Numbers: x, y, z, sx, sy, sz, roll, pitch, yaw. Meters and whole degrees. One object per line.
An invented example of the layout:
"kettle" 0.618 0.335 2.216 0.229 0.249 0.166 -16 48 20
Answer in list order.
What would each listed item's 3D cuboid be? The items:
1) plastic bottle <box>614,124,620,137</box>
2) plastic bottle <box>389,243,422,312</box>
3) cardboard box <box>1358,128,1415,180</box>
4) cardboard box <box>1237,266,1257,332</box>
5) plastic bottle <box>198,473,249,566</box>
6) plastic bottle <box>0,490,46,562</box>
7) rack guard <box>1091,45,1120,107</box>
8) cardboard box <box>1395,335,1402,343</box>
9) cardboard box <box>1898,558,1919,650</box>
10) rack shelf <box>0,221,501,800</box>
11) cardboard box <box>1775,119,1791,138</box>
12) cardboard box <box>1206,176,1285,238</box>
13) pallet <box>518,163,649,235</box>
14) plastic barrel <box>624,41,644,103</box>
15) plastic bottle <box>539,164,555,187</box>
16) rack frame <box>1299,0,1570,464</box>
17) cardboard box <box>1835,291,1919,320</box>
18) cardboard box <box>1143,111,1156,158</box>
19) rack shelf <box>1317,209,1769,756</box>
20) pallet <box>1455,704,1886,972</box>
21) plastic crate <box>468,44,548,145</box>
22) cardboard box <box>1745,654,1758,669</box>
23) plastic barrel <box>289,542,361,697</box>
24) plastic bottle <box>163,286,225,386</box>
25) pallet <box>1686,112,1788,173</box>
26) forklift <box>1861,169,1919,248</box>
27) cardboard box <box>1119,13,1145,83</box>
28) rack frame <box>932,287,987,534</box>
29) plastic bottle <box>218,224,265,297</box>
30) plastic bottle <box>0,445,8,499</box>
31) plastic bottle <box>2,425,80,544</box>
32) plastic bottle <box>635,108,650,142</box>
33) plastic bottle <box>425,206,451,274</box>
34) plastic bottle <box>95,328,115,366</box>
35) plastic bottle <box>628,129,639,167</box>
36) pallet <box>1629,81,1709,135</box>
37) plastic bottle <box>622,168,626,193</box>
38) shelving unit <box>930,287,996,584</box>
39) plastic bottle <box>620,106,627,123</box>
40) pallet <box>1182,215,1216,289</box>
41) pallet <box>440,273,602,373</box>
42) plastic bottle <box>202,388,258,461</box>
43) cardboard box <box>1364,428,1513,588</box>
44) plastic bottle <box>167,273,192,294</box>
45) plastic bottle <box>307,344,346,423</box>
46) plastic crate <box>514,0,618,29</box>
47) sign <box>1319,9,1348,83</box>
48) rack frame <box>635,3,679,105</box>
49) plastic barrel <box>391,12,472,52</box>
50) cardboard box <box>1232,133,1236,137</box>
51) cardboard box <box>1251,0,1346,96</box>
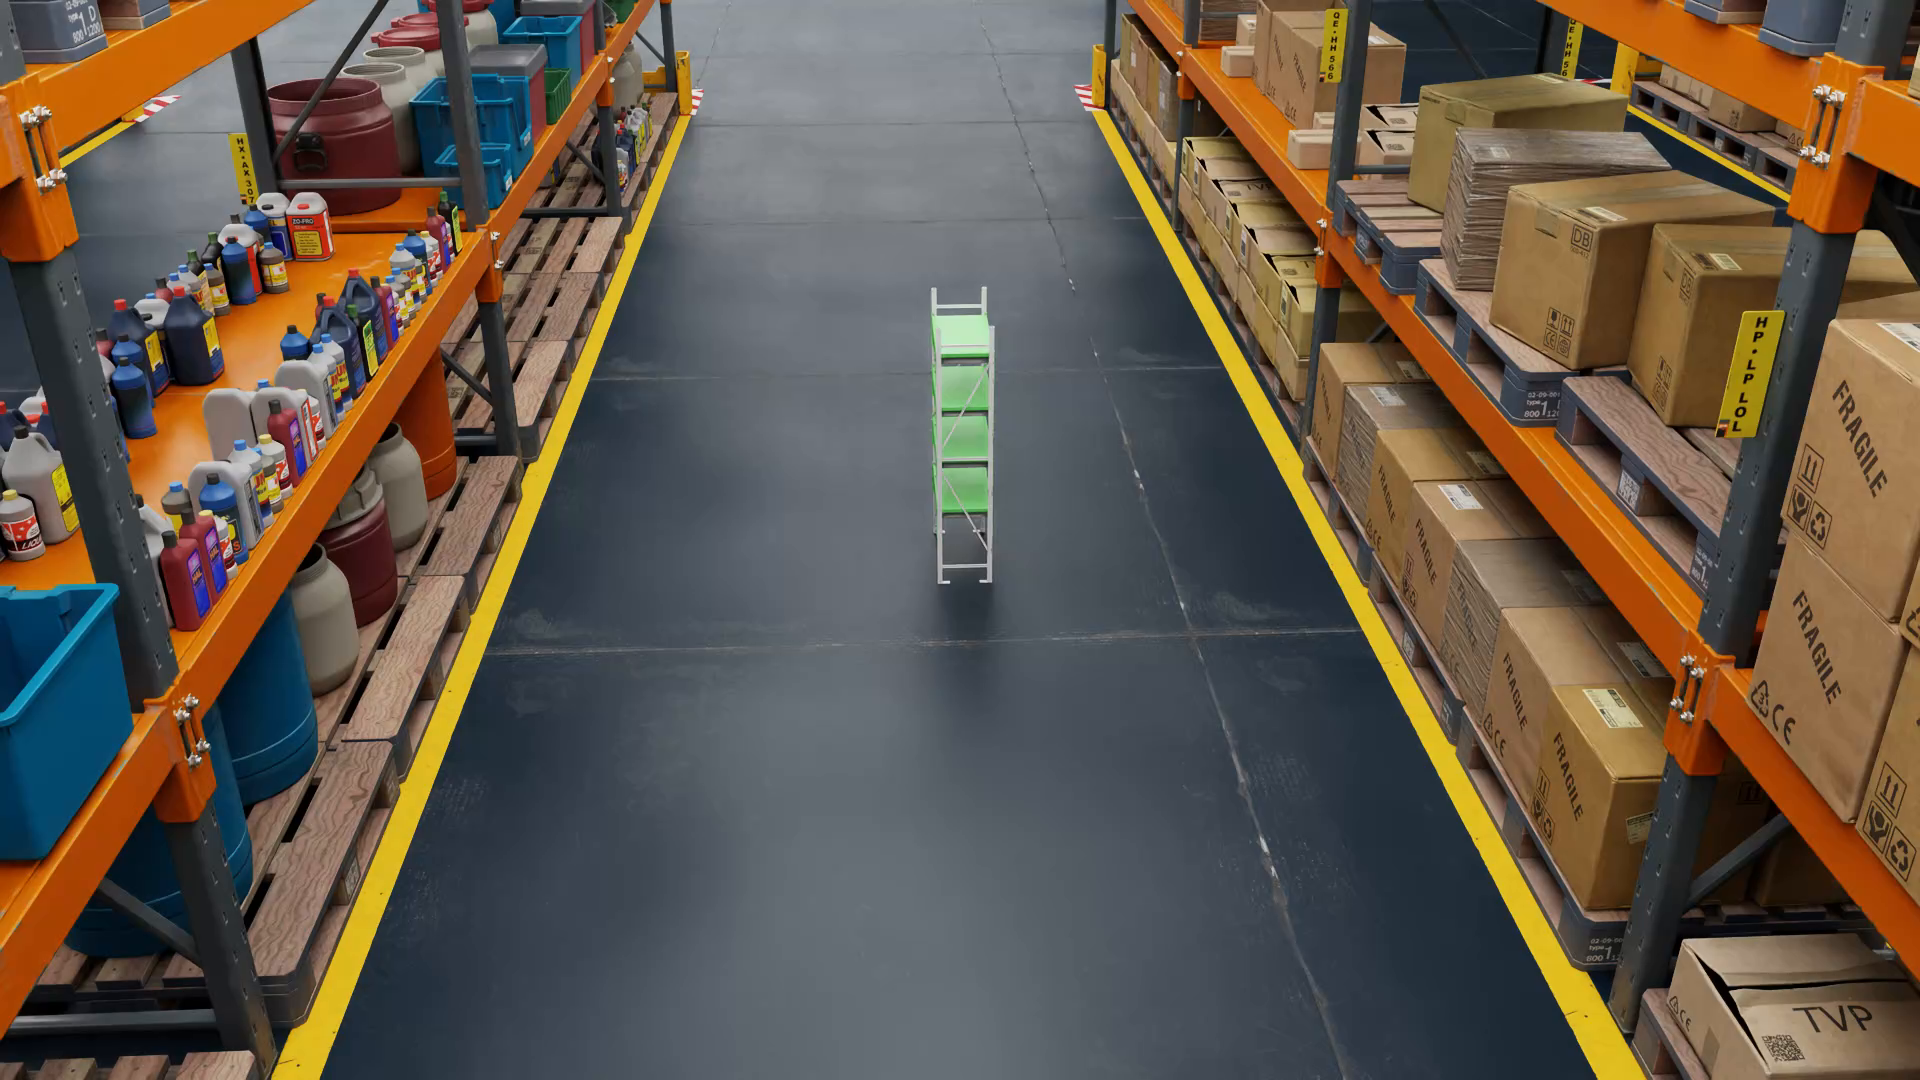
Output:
"plastic bottle" -2.710 -3.114 12.947 0.152 0.276 0.135 -1 28 -3
"plastic bottle" -2.228 -1.055 6.668 0.097 0.271 0.097 0 28 0
"cardboard box" 2.277 -1.876 8.200 0.500 0.311 0.500 0 28 1
"cardboard box" 1.927 -1.421 9.750 0.500 0.250 0.500 -1 28 -1
"plastic bottle" -2.115 -0.063 4.767 0.097 0.271 0.097 0 28 0
"plastic bottle" -2.725 -0.048 4.813 0.097 0.201 0.097 0 28 0
"rack guard" 1.833 -4.344 15.538 1.175 0.500 0.348 -1 28 -3
"cardboard box" 2.518 -1.211 8.741 0.500 0.311 0.500 0 28 -1
"cardboard box" 2.232 0.076 3.172 0.500 0.500 0.500 -2 28 -4
"rack shelf" -2.590 -0.386 6.024 1.077 0.370 4.000 -1 28 -3
"cardboard box" 6.926 -3.385 13.604 0.380 0.149 0.250 -4 28 -7
"cardboard box" 1.865 -2.142 10.527 0.500 0.311 0.500 -2 28 -4
"pallet" -2.897 -2.551 12.412 1.003 0.211 1.213 -1 28 -3
"plastic barrel" -3.002 -4.104 14.611 0.421 0.512 0.421 0 28 0
"plastic bottle" -3.081 -2.790 12.245 0.144 0.351 0.185 -1 28 -3
"rack frame" 2.252 -1.746 7.855 1.000 3.000 0.127 -1 28 -3
"cardboard box" 2.659 -0.354 4.623 0.700 0.500 0.500 -11 29 -20
"cardboard box" 1.744 -3.231 13.221 0.500 0.250 0.500 -1 28 -3
"rack shelf" 2.356 -0.504 6.250 1.077 0.370 4.000 -1 28 -3
"pallet" 2.381 0.962 5.676 1.003 0.211 1.213 -1 28 -3
"plastic crate" -2.474 -2.411 9.059 0.402 0.464 0.583 -1 28 -3
"cardboard box" 2.640 0.539 5.701 0.500 0.500 0.500 -1 28 -2
"plastic barrel" -2.475 0.294 6.179 0.421 0.512 0.421 0 28 0
"plastic bottle" -2.773 -0.751 5.999 0.144 0.351 0.185 -1 28 -3
"pallet" 6.853 -3.353 13.950 1.003 0.211 1.213 -1 28 -3
"forklift" 5.073 -1.745 7.927 3.031 2.935 1.130 -19 33 -32
"cardboard box" 1.668 -4.257 14.376 0.500 0.500 0.500 -1 28 -3
"rack frame" -0.004 -0.568 7.542 0.240 1.200 0.015 -1 28 -3
"plastic bottle" -2.971 -1.152 6.850 0.152 0.276 0.135 -1 28 -3
"plastic bottle" -2.861 -0.176 4.897 0.144 0.351 0.185 -1 28 -3
"plastic bottle" -2.717 -0.180 4.904 0.144 0.351 0.185 -1 28 -3
"plastic bottle" -2.593 -3.356 13.410 0.152 0.276 0.135 -1 28 -2
"plastic bottle" -2.236 -1.294 7.113 0.061 0.283 0.133 -1 28 -3
"plastic bottle" -2.952 -0.580 5.745 0.061 0.283 0.133 -1 28 -3
"plastic bottle" -2.508 -3.014 12.746 0.061 0.283 0.133 0 28 0
"pallet" 6.792 -3.915 15.028 1.003 0.211 1.213 -1 28 -3
"plastic bottle" -2.488 -2.635 12.108 0.097 0.201 0.097 0 28 0
"shelving unit" 0.009 -0.456 7.326 0.258 1.200 0.503 -1 28 -3
"plastic bottle" -2.699 -3.356 13.403 0.061 0.283 0.133 -1 28 -3
"pallet" 2.121 -2.018 11.391 1.003 0.211 1.213 -1 28 -3
"pallet" -2.757 -1.313 10.039 1.003 0.211 1.213 -1 28 -3
"plastic bottle" -2.330 -0.373 5.356 0.152 0.276 0.135 -1 28 -3
"cardboard box" 2.044 -0.143 7.007 0.500 0.500 0.500 -2 28 -3
"plastic bottle" -2.968 -0.883 6.338 0.097 0.271 0.097 0 28 0
"plastic bottle" -2.169 -0.536 5.674 0.097 0.271 0.097 0 28 0
"plastic crate" -2.804 -3.693 11.654 0.767 0.338 0.504 -1 28 -3
"sign" 1.698 -2.245 7.559 0.100 0.325 0.005 -1 28 -3
"rack frame" -3.113 -5.323 14.712 1.000 3.000 0.127 -1 28 -3
"plastic barrel" -3.034 -2.750 9.632 0.433 0.535 0.433 0 28 0
"cardboard box" 2.298 -3.346 12.629 0.500 0.500 0.500 -1 28 -3
"cardboard box" 2.094 -3.040 10.226 0.500 0.500 0.500 1 28 1
